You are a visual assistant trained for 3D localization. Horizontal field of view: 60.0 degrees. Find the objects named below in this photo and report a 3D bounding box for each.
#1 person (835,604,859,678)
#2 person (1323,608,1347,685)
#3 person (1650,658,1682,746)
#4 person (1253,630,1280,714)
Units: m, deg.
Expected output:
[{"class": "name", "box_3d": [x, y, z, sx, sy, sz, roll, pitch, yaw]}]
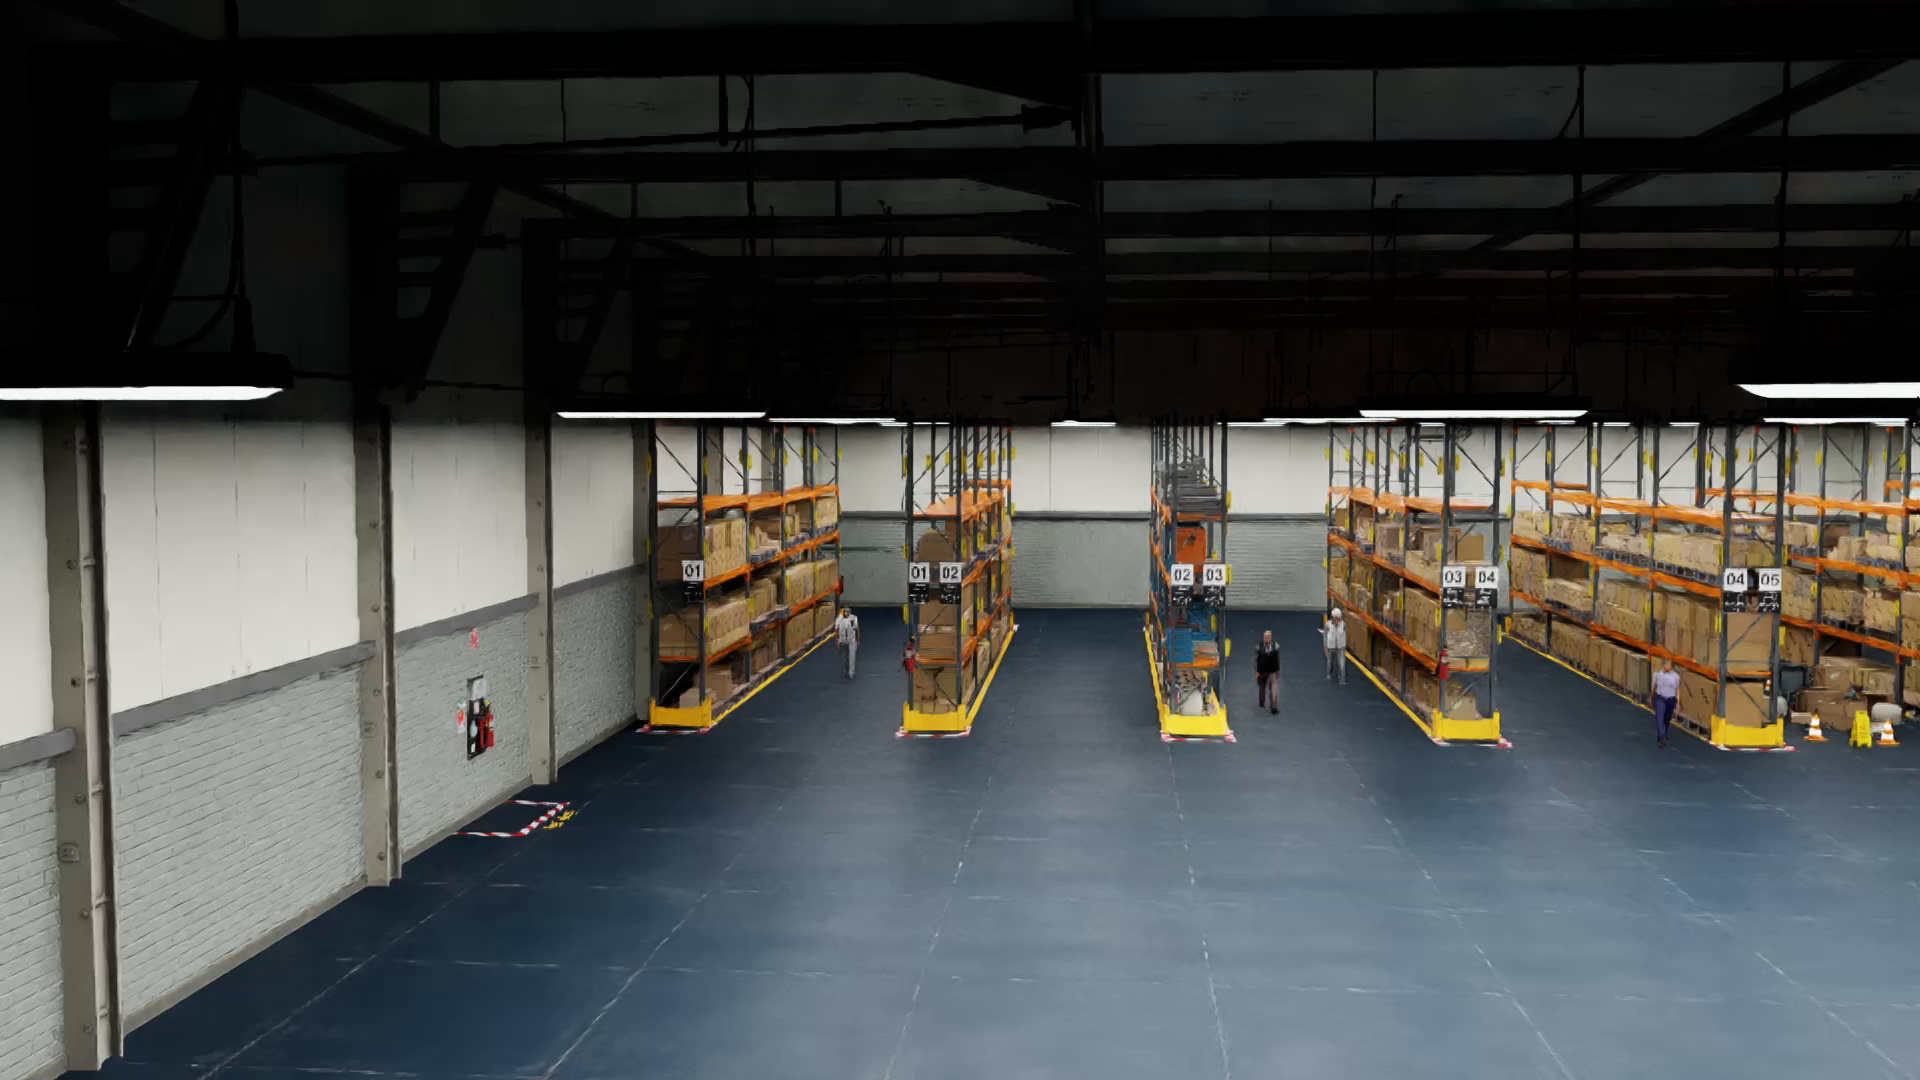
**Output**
[{"class": "person", "box_3d": [-2.602, 2.294, 38.178, 0.547, 1.672, 1.115, 0, 4, 3]}, {"class": "person", "box_3d": [8.400, 2.356, 37.261, 0.543, 1.700, 1.115, 1, 4, 7]}, {"class": "person", "box_3d": [12.773, 2.916, 30.076, 0.485, 1.552, 1.066, 1, 4, 8]}, {"class": "person", "box_3d": [6.181, 2.633, 33.523, 0.543, 1.648, 1.115, 1, 4, 7]}]
